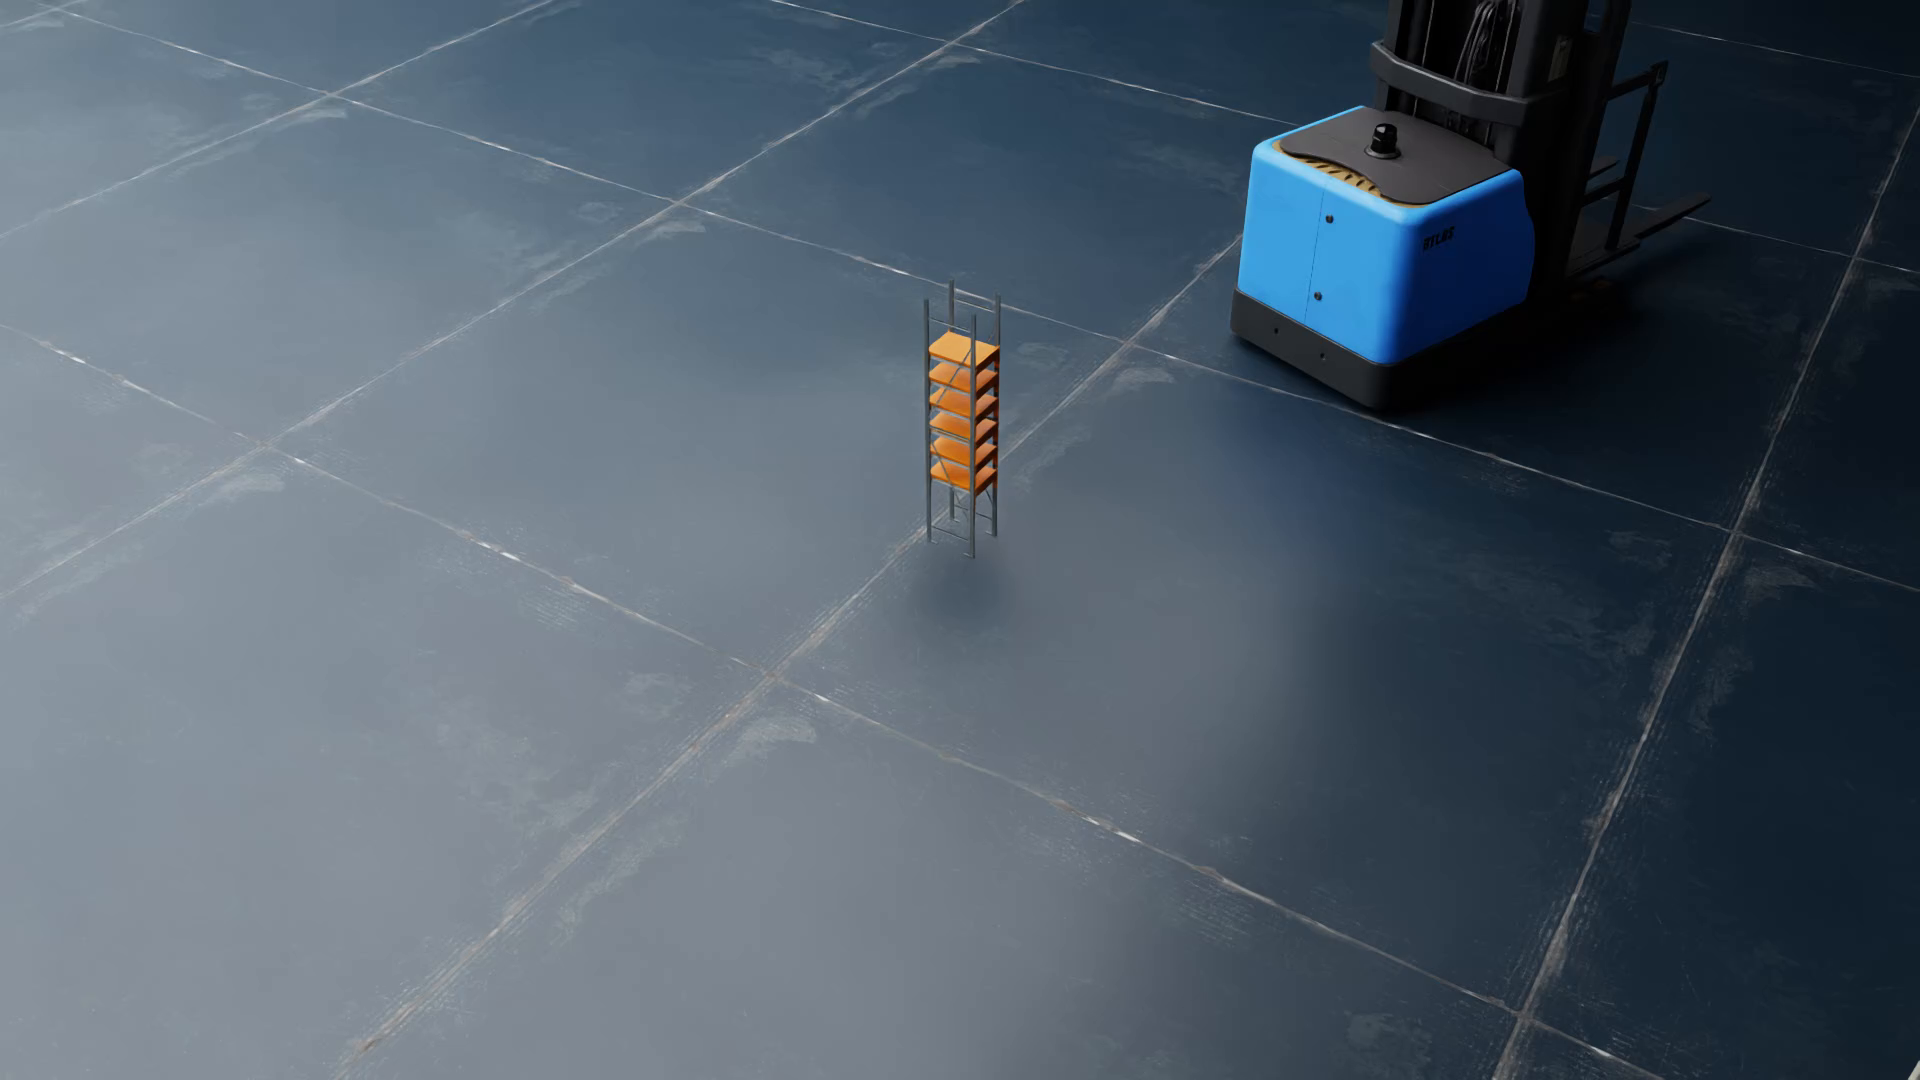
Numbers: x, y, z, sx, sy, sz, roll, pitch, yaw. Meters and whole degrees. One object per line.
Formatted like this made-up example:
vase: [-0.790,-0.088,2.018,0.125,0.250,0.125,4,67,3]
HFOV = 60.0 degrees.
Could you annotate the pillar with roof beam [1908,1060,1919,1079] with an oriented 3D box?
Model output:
pillar with roof beam: [-0.849,-3.071,3.864,9.100,9.000,0.400,21,42,25]

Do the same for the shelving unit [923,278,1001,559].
shelving unit: [0.008,-0.483,6.893,0.258,1.200,0.189,21,42,25]

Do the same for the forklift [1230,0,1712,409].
forklift: [2.861,-2.525,8.125,3.031,2.935,1.130,-25,44,-29]

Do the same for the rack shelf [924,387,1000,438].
rack shelf: [0.008,-0.542,6.847,0.258,0.103,0.180,21,42,25]

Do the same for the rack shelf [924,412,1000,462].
rack shelf: [0.008,-0.447,6.920,0.258,0.103,0.180,21,42,25]

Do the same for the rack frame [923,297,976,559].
rack frame: [-0.041,-0.435,6.832,0.240,1.200,0.006,21,42,25]

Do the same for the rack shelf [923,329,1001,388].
rack shelf: [0.008,-0.733,6.701,0.258,0.103,0.180,21,42,25]

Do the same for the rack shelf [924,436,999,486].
rack shelf: [0.008,-0.352,6.994,0.258,0.103,0.180,21,42,25]

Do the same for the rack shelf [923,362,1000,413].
rack shelf: [0.008,-0.638,6.774,0.258,0.103,0.180,21,42,25]

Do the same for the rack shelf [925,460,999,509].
rack shelf: [0.008,-0.257,7.067,0.258,0.103,0.180,21,42,25]

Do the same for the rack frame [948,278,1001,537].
rack frame: [0.057,-0.530,6.955,0.240,1.200,0.006,21,42,25]
